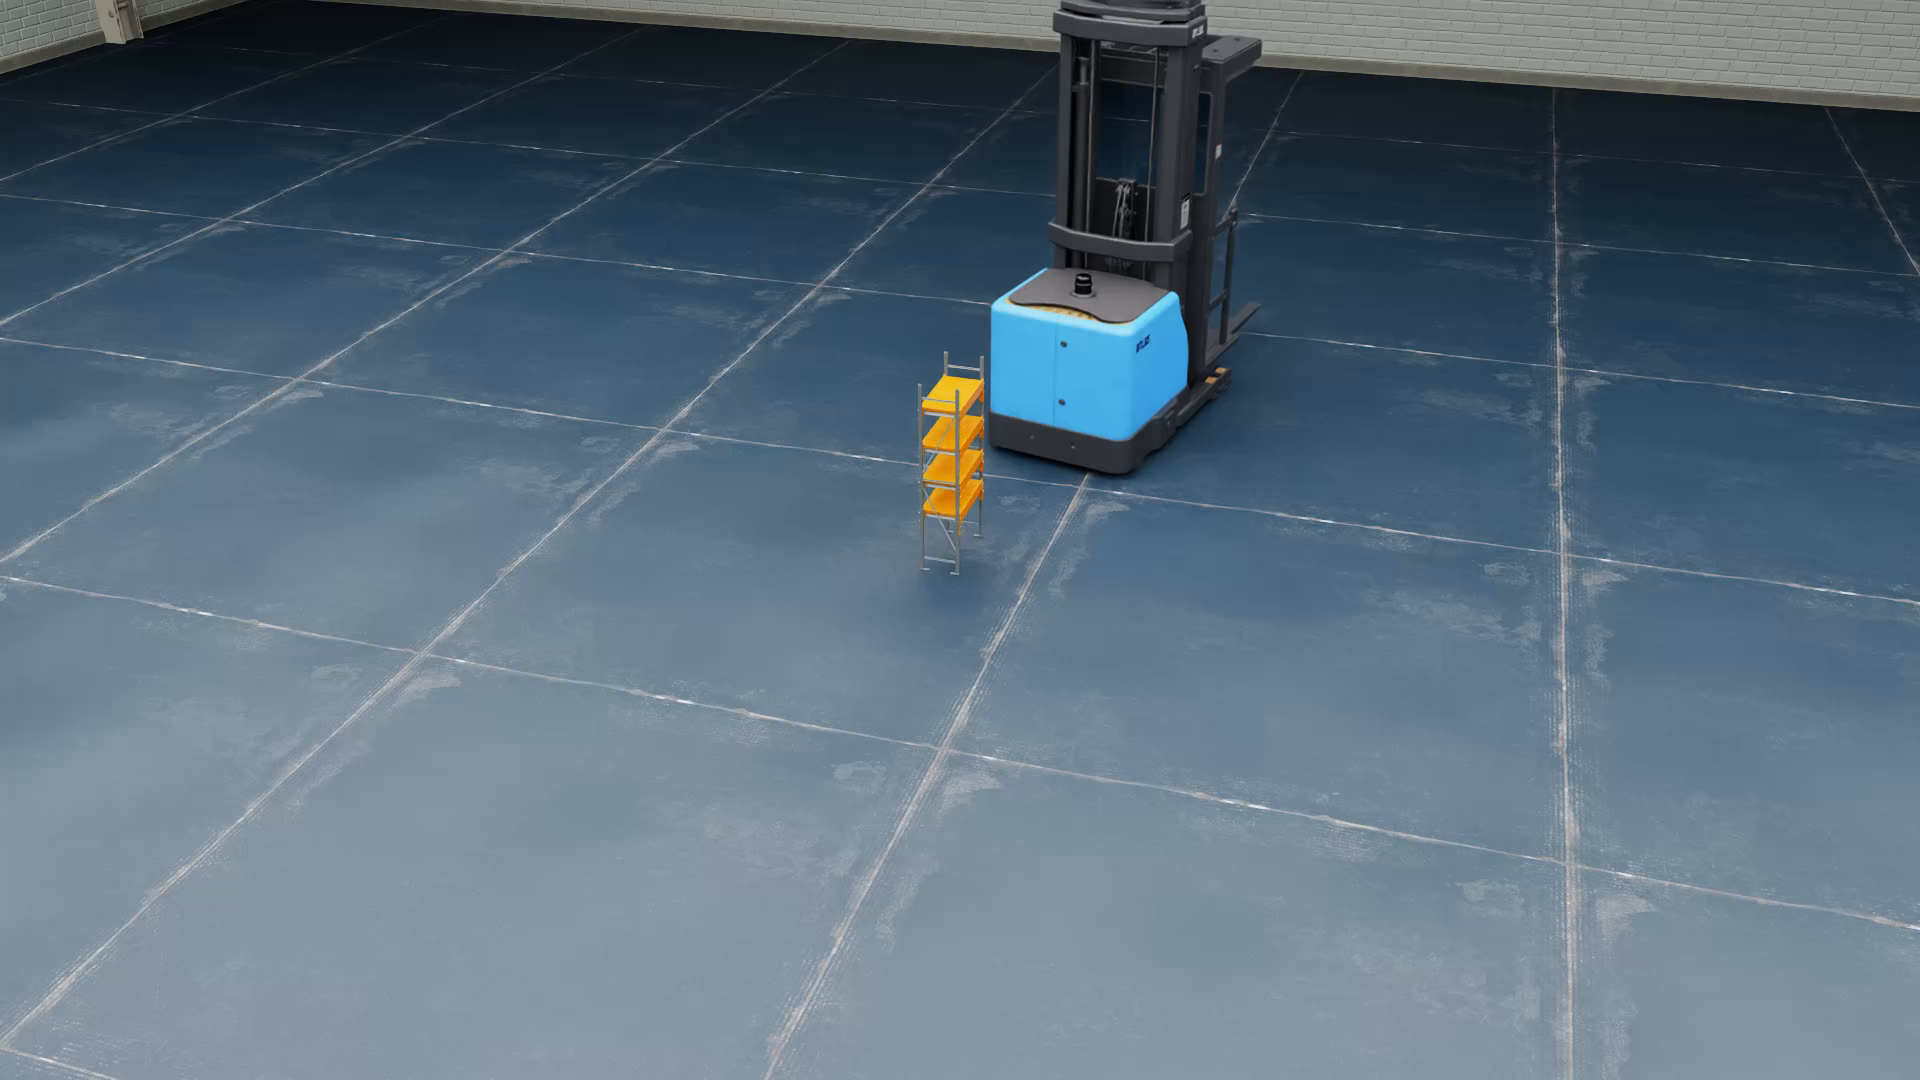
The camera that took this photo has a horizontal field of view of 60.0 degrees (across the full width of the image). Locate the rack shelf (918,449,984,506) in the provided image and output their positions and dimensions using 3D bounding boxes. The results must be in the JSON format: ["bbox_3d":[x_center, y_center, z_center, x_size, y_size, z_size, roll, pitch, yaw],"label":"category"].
[{"bbox_3d":[-0.049,-0.389,9.853,0.258,0.148,0.480,8,30,15],"label":"rack shelf"}]

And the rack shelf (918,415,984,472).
[{"bbox_3d":[-0.049,-0.584,9.744,0.258,0.148,0.480,8,30,15],"label":"rack shelf"}]

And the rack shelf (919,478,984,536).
[{"bbox_3d":[-0.049,-0.215,9.949,0.258,0.148,0.480,8,30,15],"label":"rack shelf"}]

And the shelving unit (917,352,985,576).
[{"bbox_3d":[-0.049,-0.447,9.820,0.258,1.200,0.503,8,30,15],"label":"shelving unit"}]

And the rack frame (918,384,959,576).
[{"bbox_3d":[-0.120,-0.334,9.616,0.240,1.200,0.015,8,30,15],"label":"rack frame"}]

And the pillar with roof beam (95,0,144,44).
[{"bbox_3d":[-7.097,-10.029,19.022,9.100,9.000,0.400,8,30,15],"label":"pillar with roof beam"}]

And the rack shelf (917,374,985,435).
[{"bbox_3d":[-0.049,-0.791,9.629,0.258,0.148,0.480,8,30,15],"label":"rack shelf"}]

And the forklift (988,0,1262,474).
[{"bbox_3d":[1.347,-2.398,11.546,1.130,2.935,3.031,15,32,25],"label":"forklift"}]

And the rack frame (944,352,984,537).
[{"bbox_3d":[0.023,-0.561,10.024,0.240,1.200,0.015,8,30,15],"label":"rack frame"}]
